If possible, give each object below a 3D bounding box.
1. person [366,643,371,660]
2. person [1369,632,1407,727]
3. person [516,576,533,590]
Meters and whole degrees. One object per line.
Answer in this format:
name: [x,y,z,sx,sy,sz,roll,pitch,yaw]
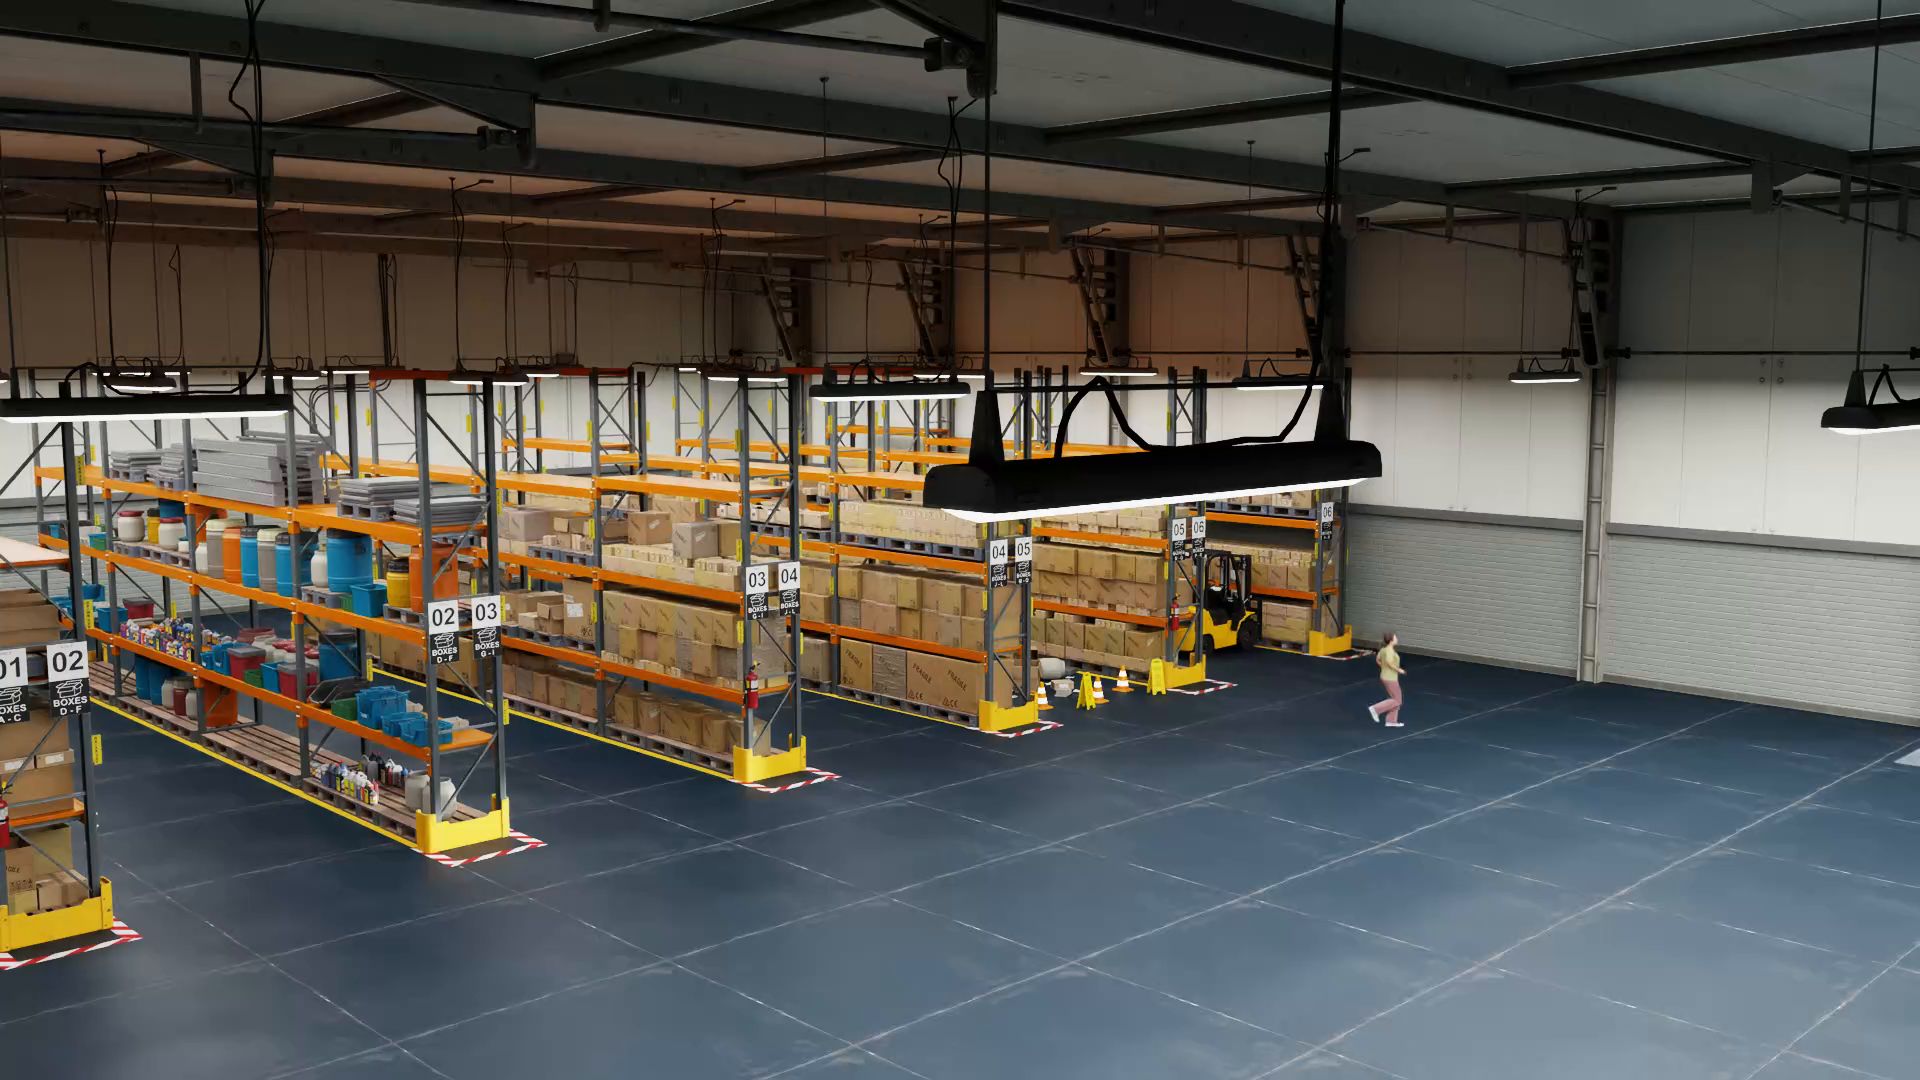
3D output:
person: [-10.369,2.324,28.659,0.608,1.550,0.530,4,8,35]
person: [7.197,2.356,28.080,0.619,1.625,0.574,0,6,-3]
person: [-10.559,0.927,40.720,0.806,1.679,0.572,-3,7,-27]
